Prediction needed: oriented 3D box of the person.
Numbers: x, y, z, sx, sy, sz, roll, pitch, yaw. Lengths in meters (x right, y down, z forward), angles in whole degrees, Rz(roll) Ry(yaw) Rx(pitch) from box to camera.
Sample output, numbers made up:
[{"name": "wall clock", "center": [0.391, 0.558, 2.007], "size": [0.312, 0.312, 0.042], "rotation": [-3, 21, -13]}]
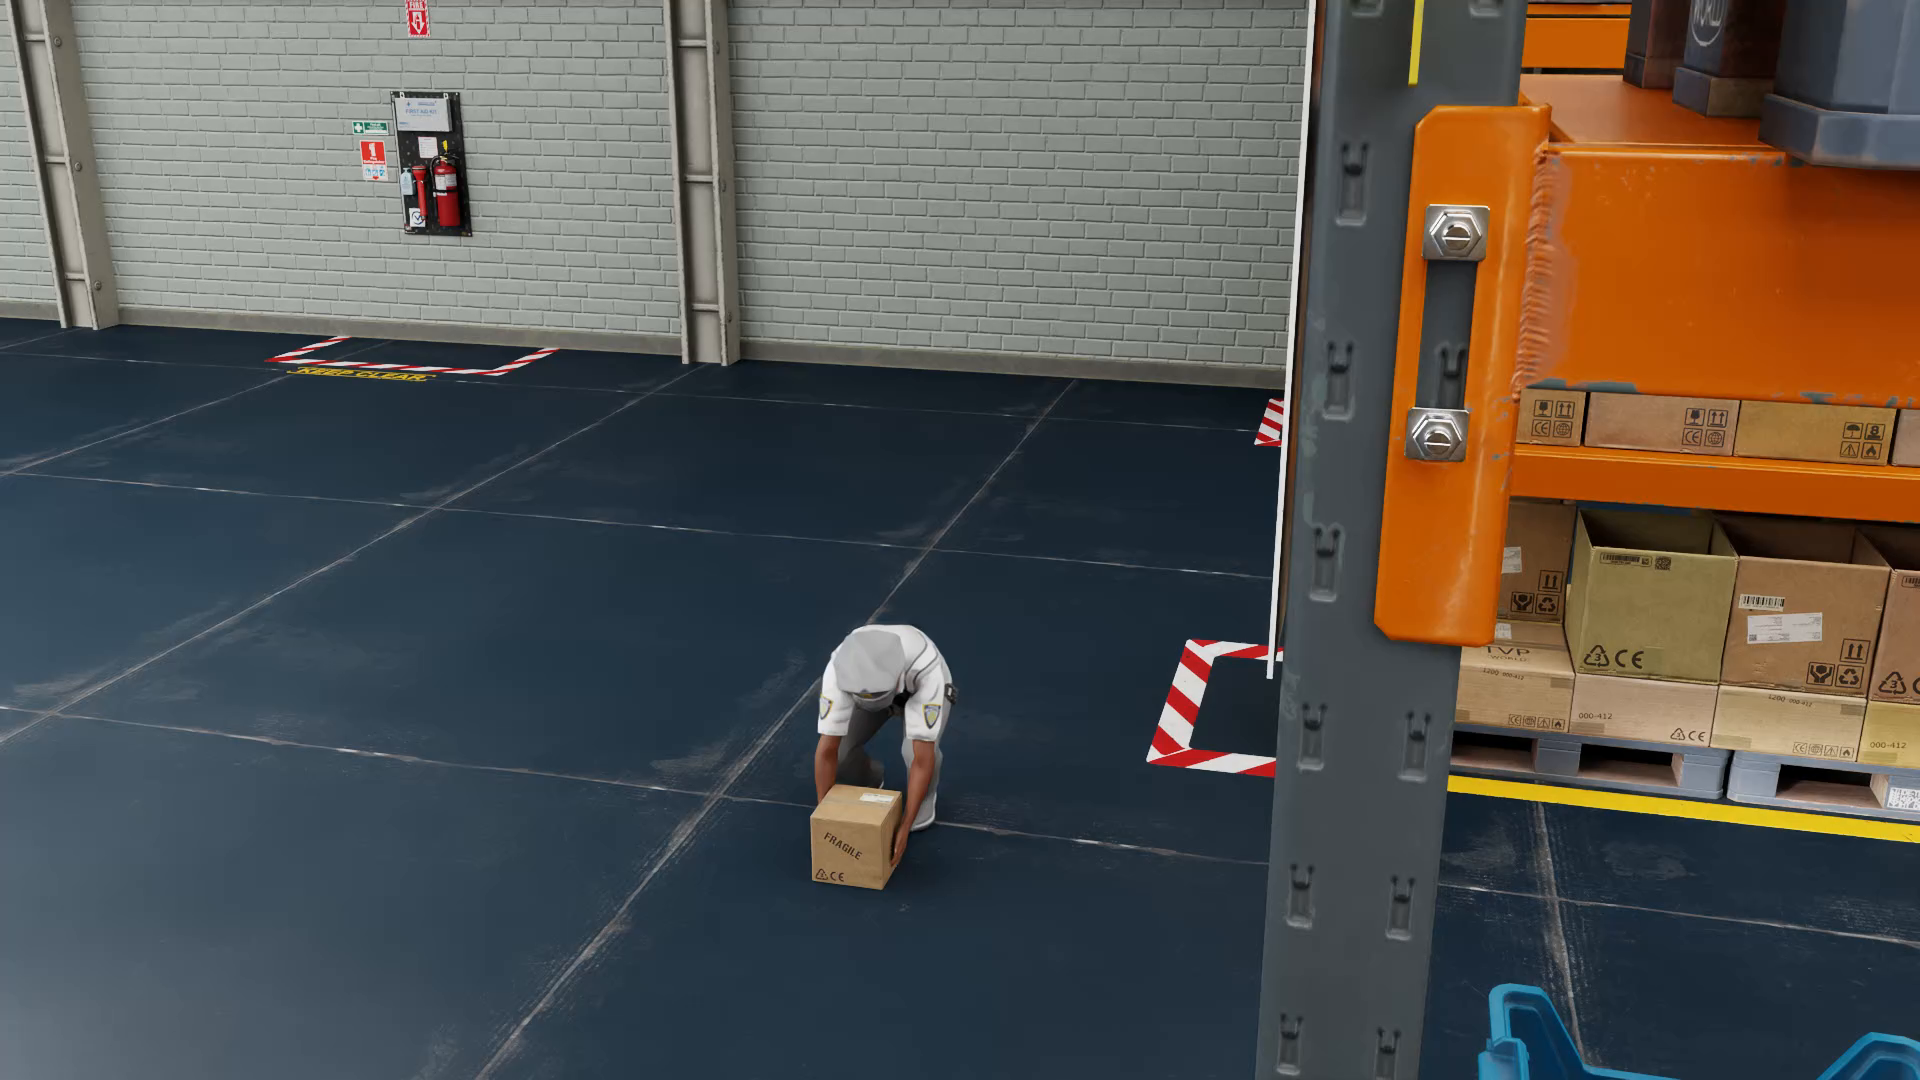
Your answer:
[{"name": "person", "center": [-0.270, 0.632, 5.939], "size": [0.482, 0.865, 0.866], "rotation": [5, 19, 14]}]
